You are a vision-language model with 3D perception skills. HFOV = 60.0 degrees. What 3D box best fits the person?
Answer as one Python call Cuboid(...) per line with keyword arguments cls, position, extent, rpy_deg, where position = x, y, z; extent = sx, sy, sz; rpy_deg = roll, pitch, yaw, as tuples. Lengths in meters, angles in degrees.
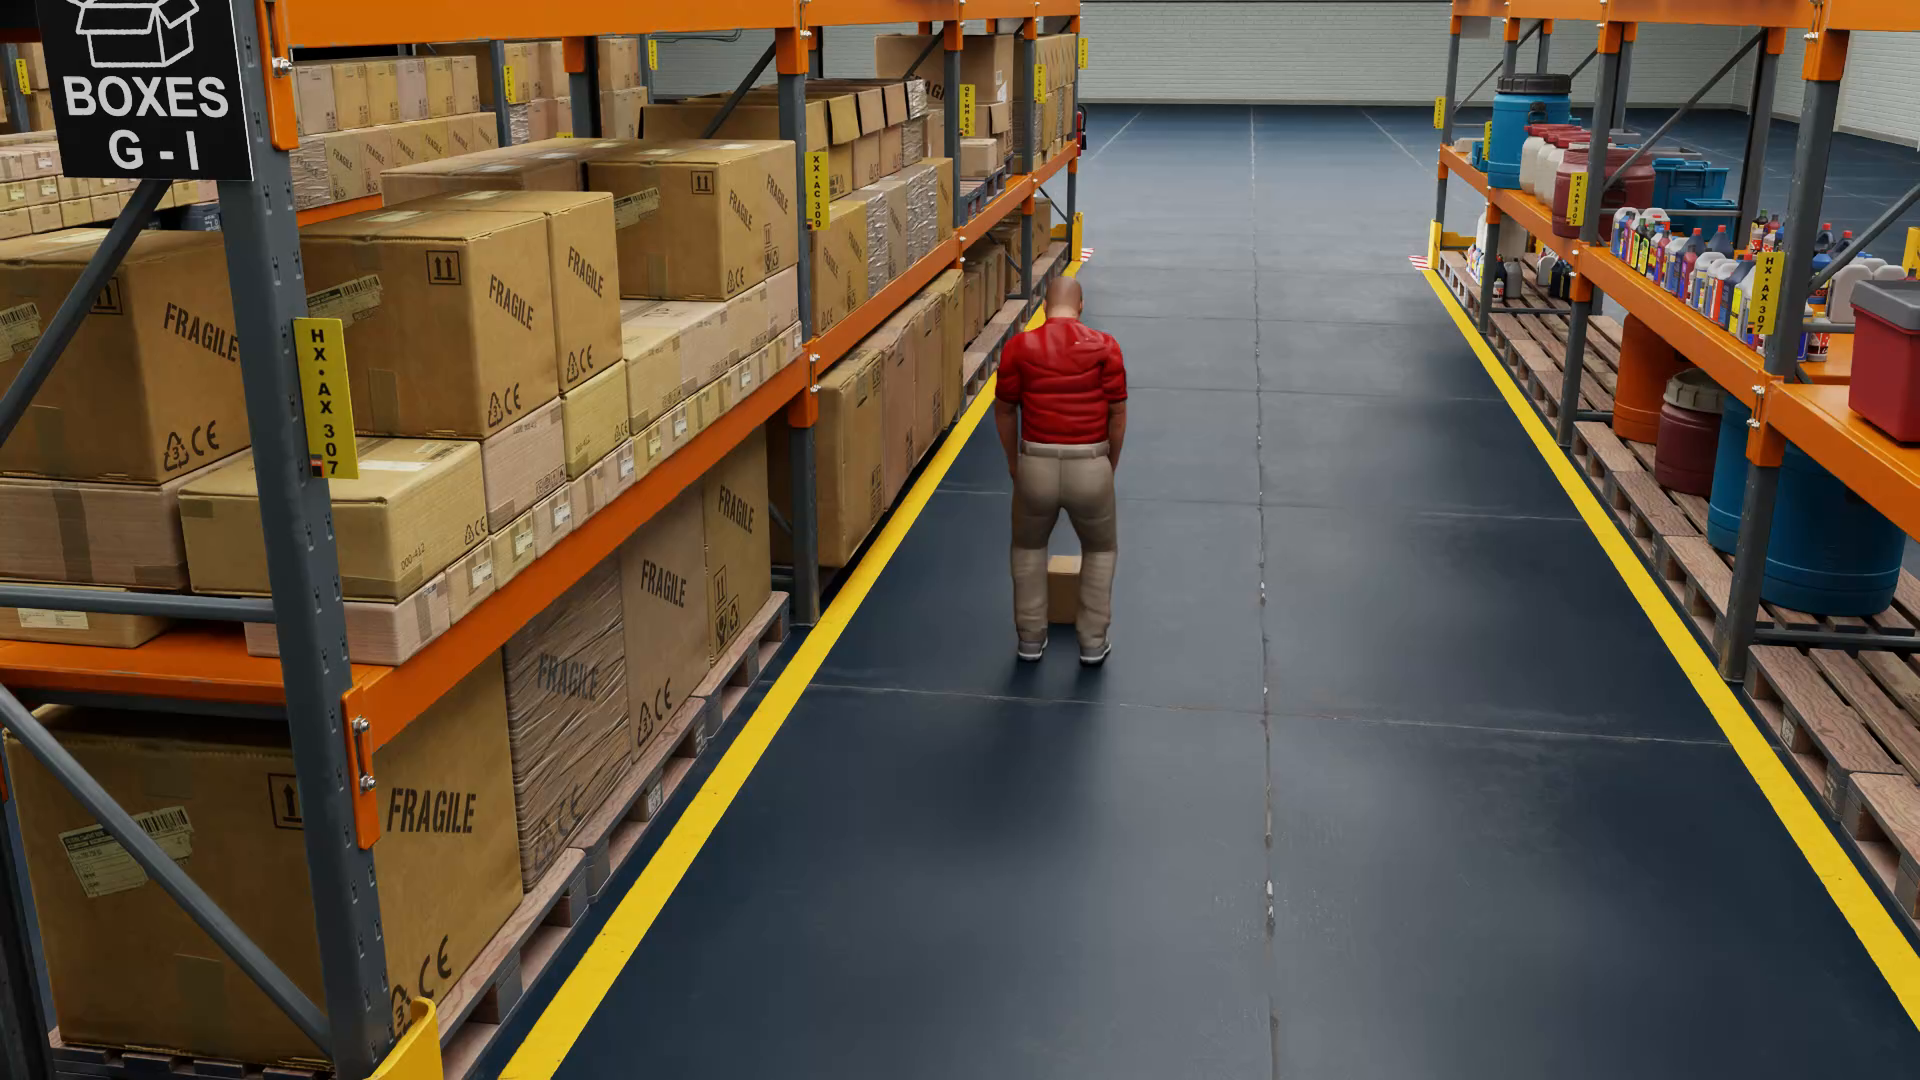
Cuboid(cls="person", position=(0.421, -0.281, 7.103), extent=(0.564, 1.654, 0.458), rpy_deg=(3, 18, 10))
